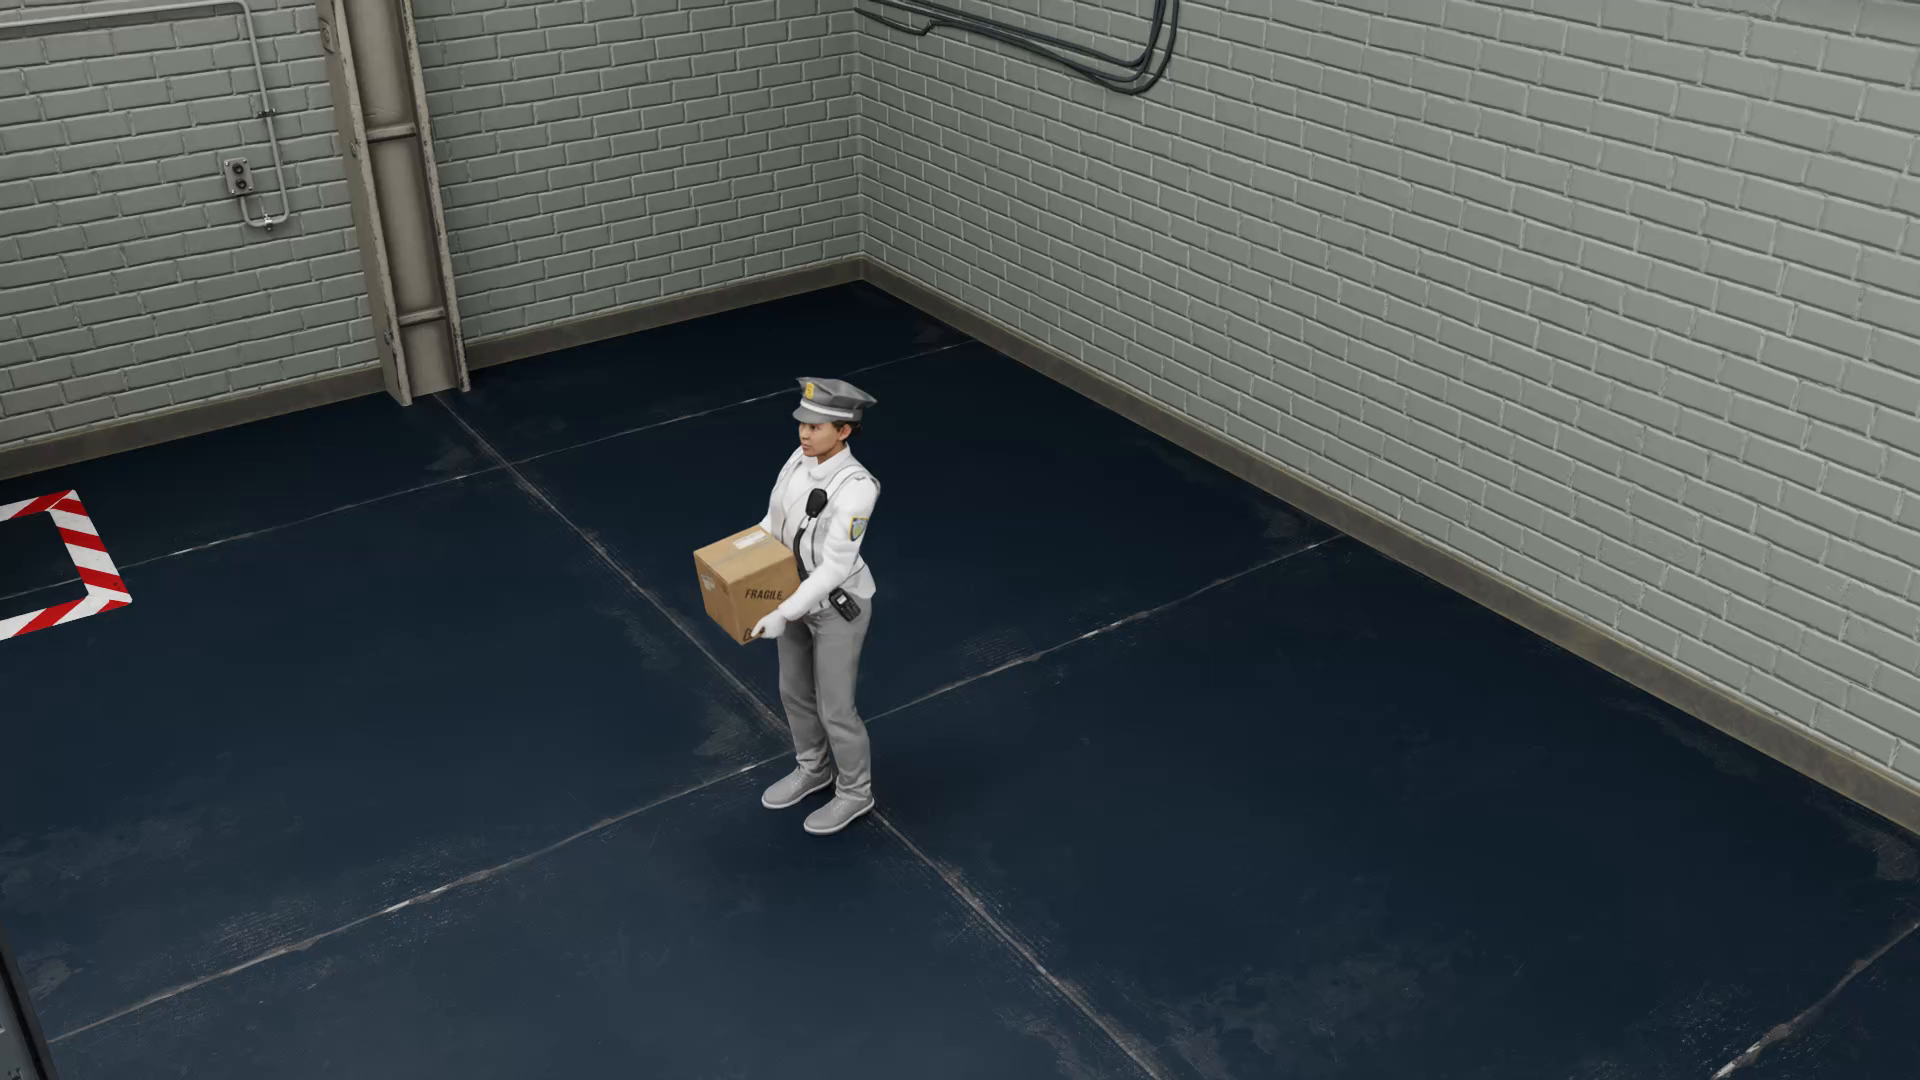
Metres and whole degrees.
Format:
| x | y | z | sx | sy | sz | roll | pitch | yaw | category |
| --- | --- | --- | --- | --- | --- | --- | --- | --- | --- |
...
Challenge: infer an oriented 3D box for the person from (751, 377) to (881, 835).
| x | y | z | sx | sy | sz | roll | pitch | yaw | category |
| --- | --- | --- | --- | --- | --- | --- | --- | --- | --- |
| -0.532 | 0.236 | 5.673 | 0.543 | 1.688 | 0.459 | -18 | 34 | -30 | person |
